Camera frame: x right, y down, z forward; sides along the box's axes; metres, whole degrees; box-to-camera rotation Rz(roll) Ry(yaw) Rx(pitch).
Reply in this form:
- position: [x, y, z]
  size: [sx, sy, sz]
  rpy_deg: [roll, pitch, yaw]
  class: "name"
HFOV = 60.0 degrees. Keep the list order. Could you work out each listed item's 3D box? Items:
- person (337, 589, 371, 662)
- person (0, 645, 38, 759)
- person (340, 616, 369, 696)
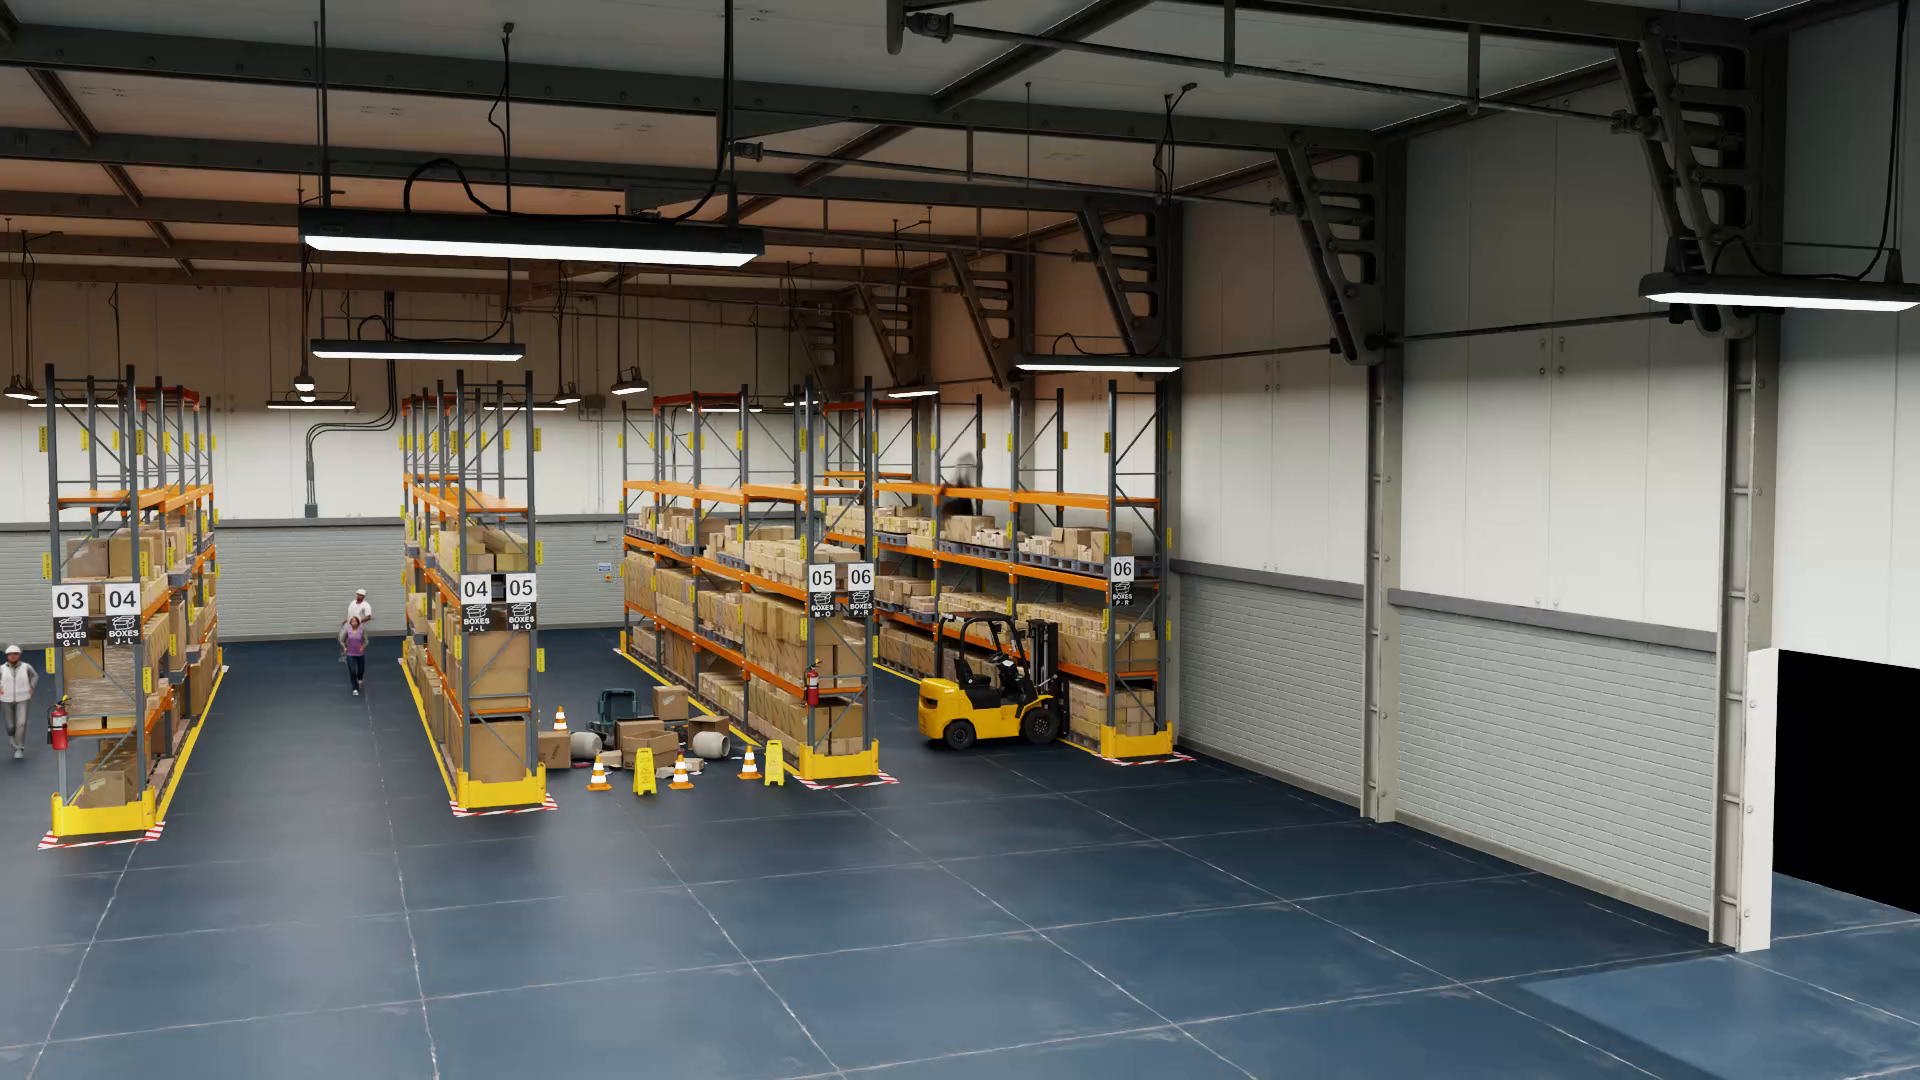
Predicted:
- position: [-13.762, 1.951, 37.667]
  size: [0.780, 1.683, 0.560]
  rpy_deg: [2, 4, 29]
  class: "person"
- position: [-15.123, 2.569, 26.621]
  size: [0.661, 1.777, 0.922]
  rpy_deg: [-2, 4, -28]
  class: "person"
- position: [-12.040, 2.292, 33.072]
  size: [0.540, 1.551, 0.637]
  rpy_deg: [-1, 4, -21]
  class: "person"
